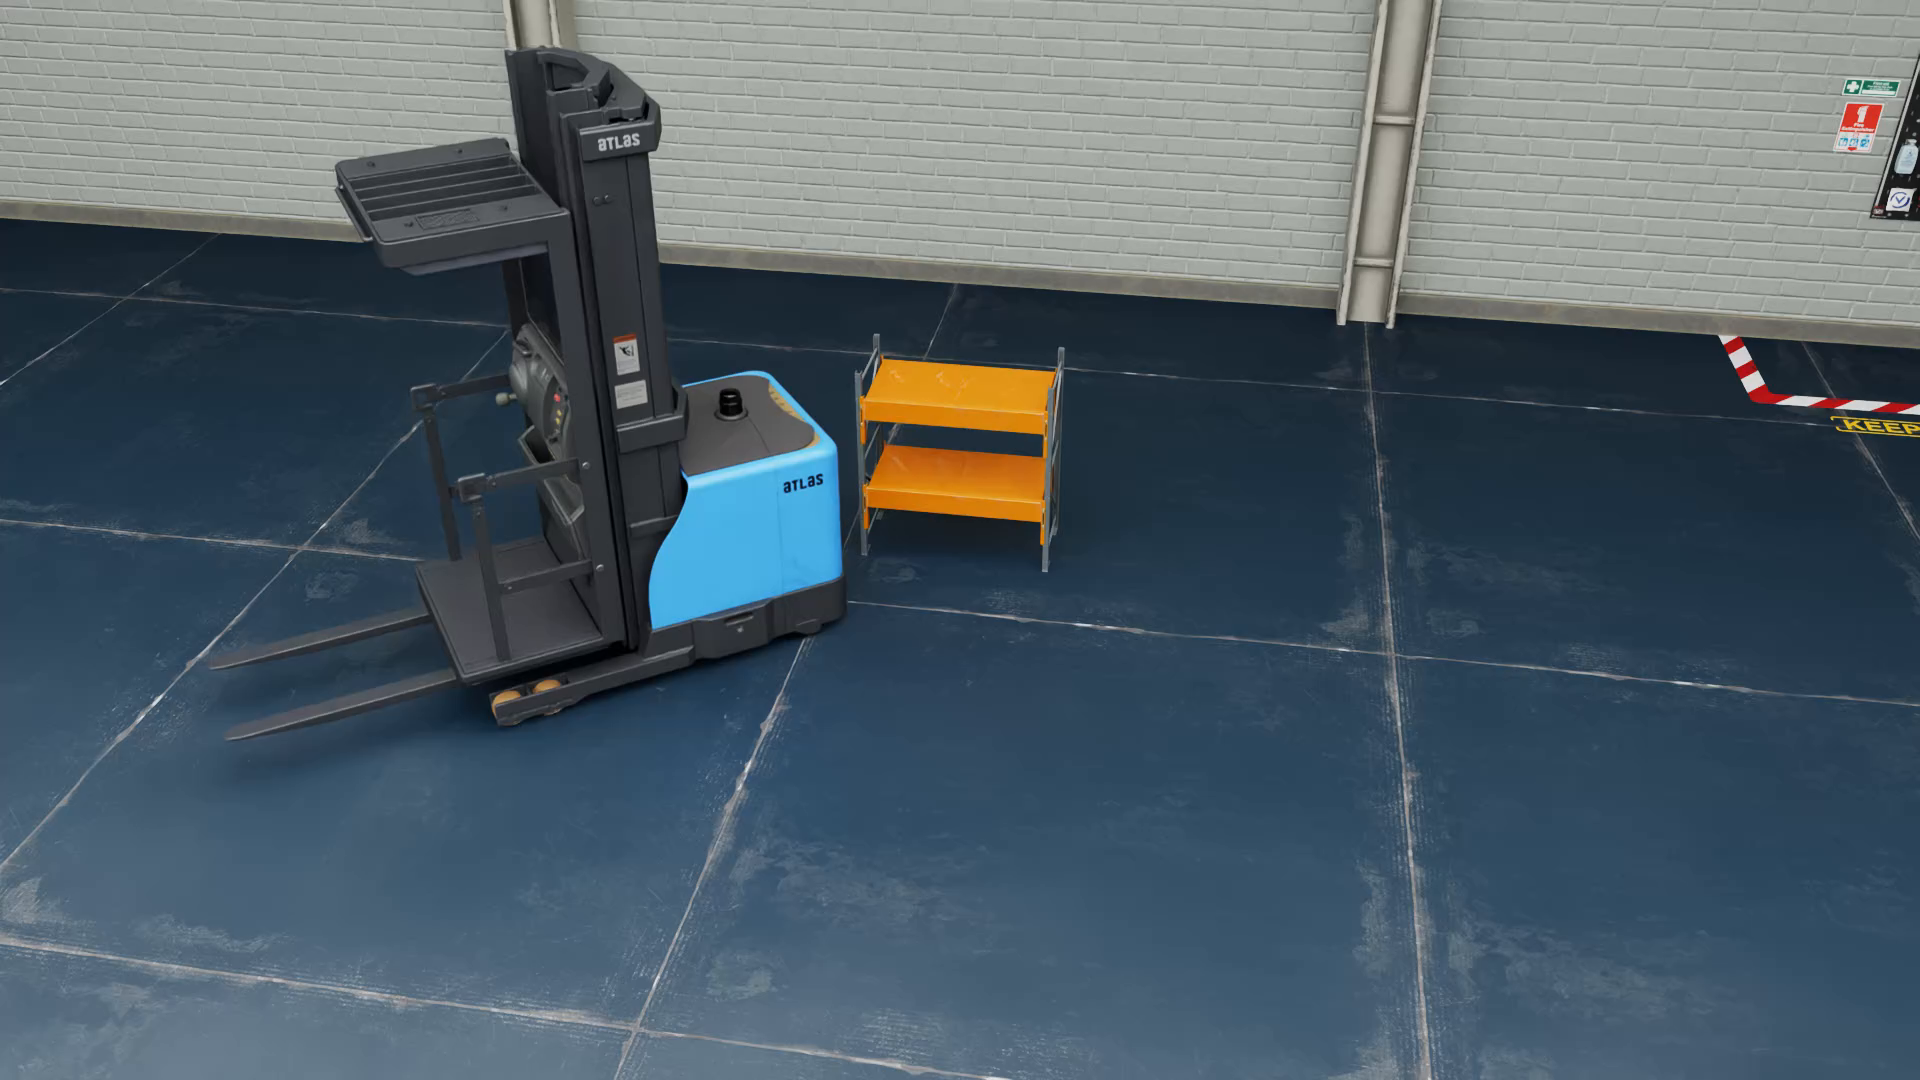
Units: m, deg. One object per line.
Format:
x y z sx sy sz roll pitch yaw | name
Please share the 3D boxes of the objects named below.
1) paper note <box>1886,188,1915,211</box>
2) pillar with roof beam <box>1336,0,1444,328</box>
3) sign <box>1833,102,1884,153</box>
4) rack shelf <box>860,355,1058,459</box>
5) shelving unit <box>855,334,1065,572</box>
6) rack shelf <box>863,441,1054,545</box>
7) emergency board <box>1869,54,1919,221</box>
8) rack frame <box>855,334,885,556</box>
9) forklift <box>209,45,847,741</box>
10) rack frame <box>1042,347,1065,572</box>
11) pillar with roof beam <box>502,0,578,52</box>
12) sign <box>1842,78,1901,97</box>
6.239 -2.258 11.034 0.142 0.148 0.016 5 32 8 | paper note
2.192 -3.166 6.000 0.400 9.000 9.100 5 32 8 | pillar with roof beam
5.874 -2.698 10.873 0.234 0.329 0.001 5 32 8 | sign
0.007 -0.724 8.969 1.000 0.278 0.538 5 32 8 | rack shelf
0.007 -0.476 9.124 1.048 1.125 0.538 5 32 8 | shelving unit
0.007 -0.269 9.254 1.000 0.278 0.538 5 32 8 | rack shelf
6.396 -2.589 10.734 0.626 1.169 0.157 5 32 8 | emergency board
-0.494 -0.522 9.197 0.032 1.125 0.500 5 32 8 | rack frame
-2.141 -0.670 7.732 3.031 2.935 1.130 -15 35 -23 | forklift
0.508 -0.431 9.052 0.032 1.125 0.500 5 32 8 | rack frame
-3.722 -3.701 6.855 0.400 9.000 9.100 5 32 8 | pillar with roof beam
5.877 -2.917 10.724 0.331 0.109 0.001 5 32 8 | sign
